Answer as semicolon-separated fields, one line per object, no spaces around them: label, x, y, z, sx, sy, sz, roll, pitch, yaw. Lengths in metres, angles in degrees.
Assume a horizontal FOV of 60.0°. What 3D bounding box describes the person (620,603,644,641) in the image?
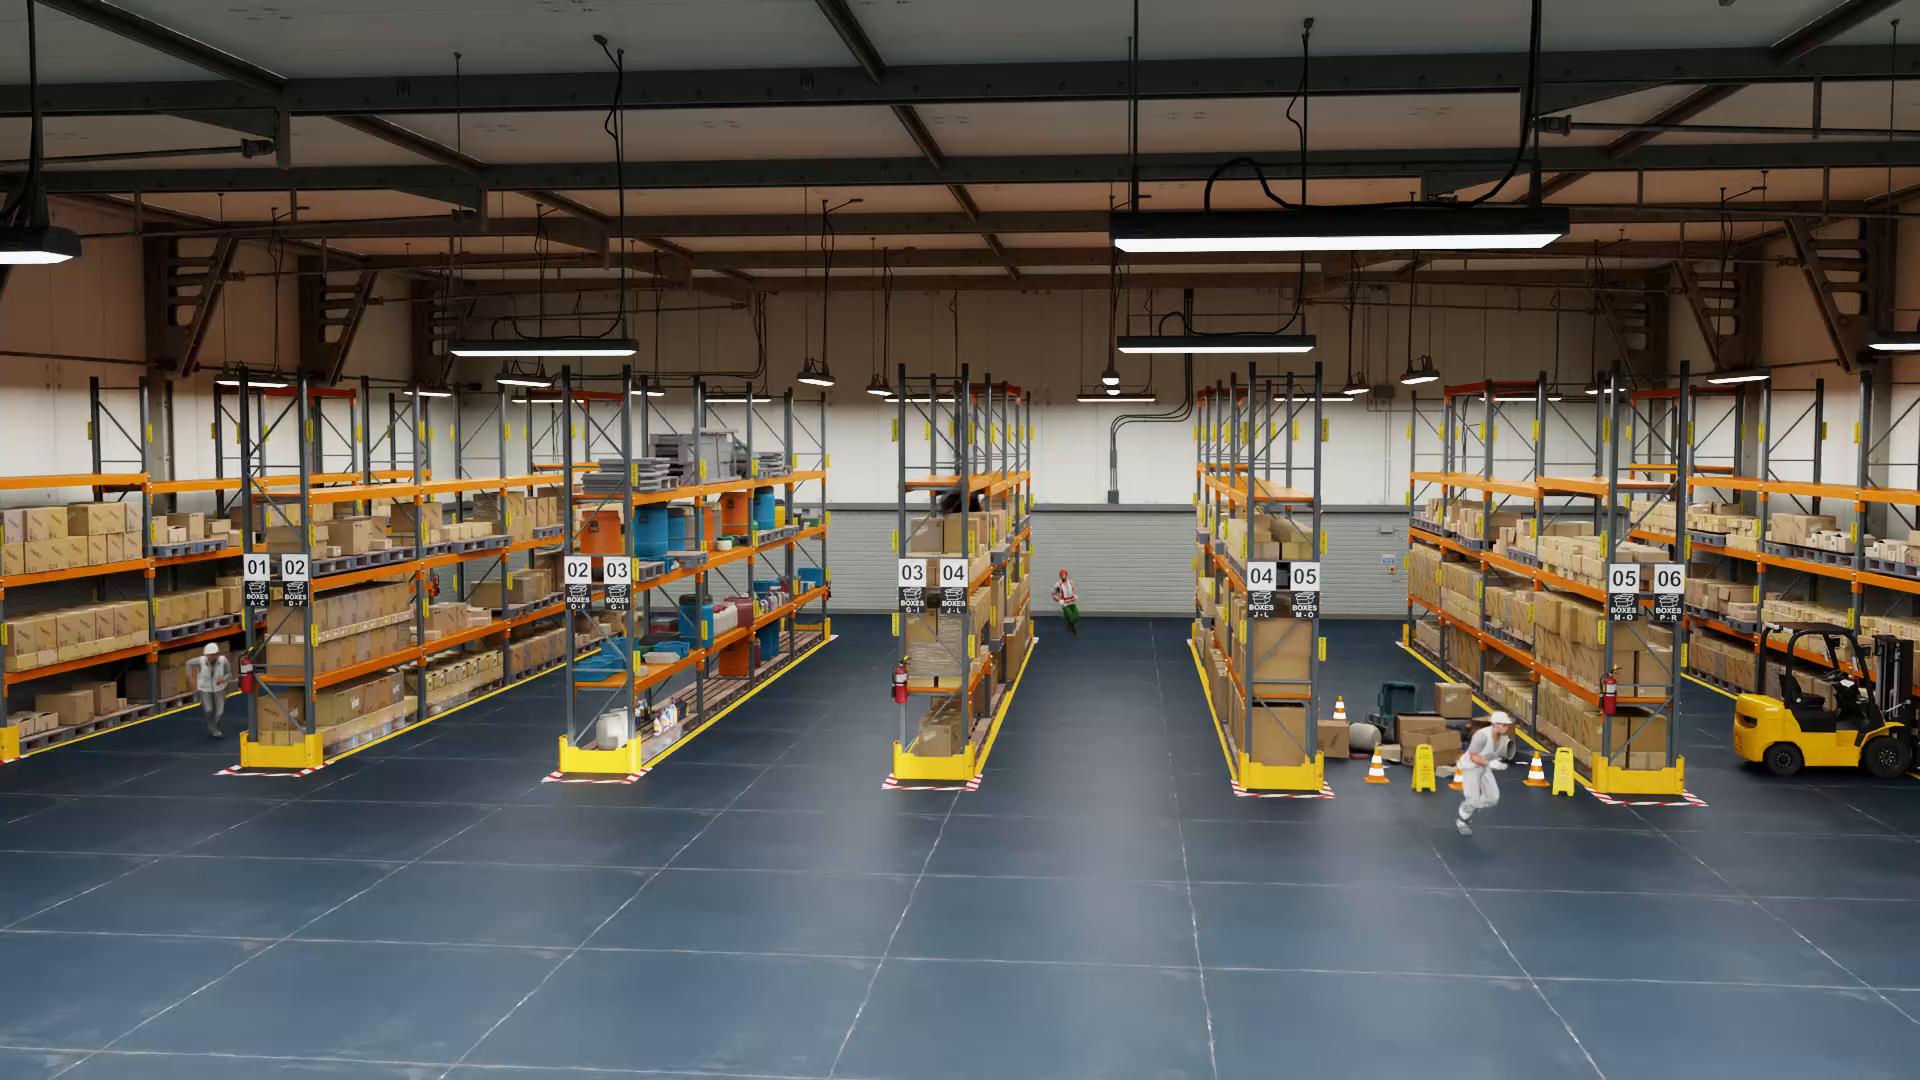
person;-6.699;2.016;34.228;0.555;1.614;0.780;0;4;6

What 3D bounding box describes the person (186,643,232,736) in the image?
person;-12.279;2.457;27.207;0.684;1.599;0.867;-2;4;-26

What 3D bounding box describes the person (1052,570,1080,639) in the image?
person;2.542;1.554;40.618;0.709;1.694;0.640;-2;4;-27

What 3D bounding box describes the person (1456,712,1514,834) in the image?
person;6.519;2.882;20.580;0.696;1.603;0.830;-2;4;-33
